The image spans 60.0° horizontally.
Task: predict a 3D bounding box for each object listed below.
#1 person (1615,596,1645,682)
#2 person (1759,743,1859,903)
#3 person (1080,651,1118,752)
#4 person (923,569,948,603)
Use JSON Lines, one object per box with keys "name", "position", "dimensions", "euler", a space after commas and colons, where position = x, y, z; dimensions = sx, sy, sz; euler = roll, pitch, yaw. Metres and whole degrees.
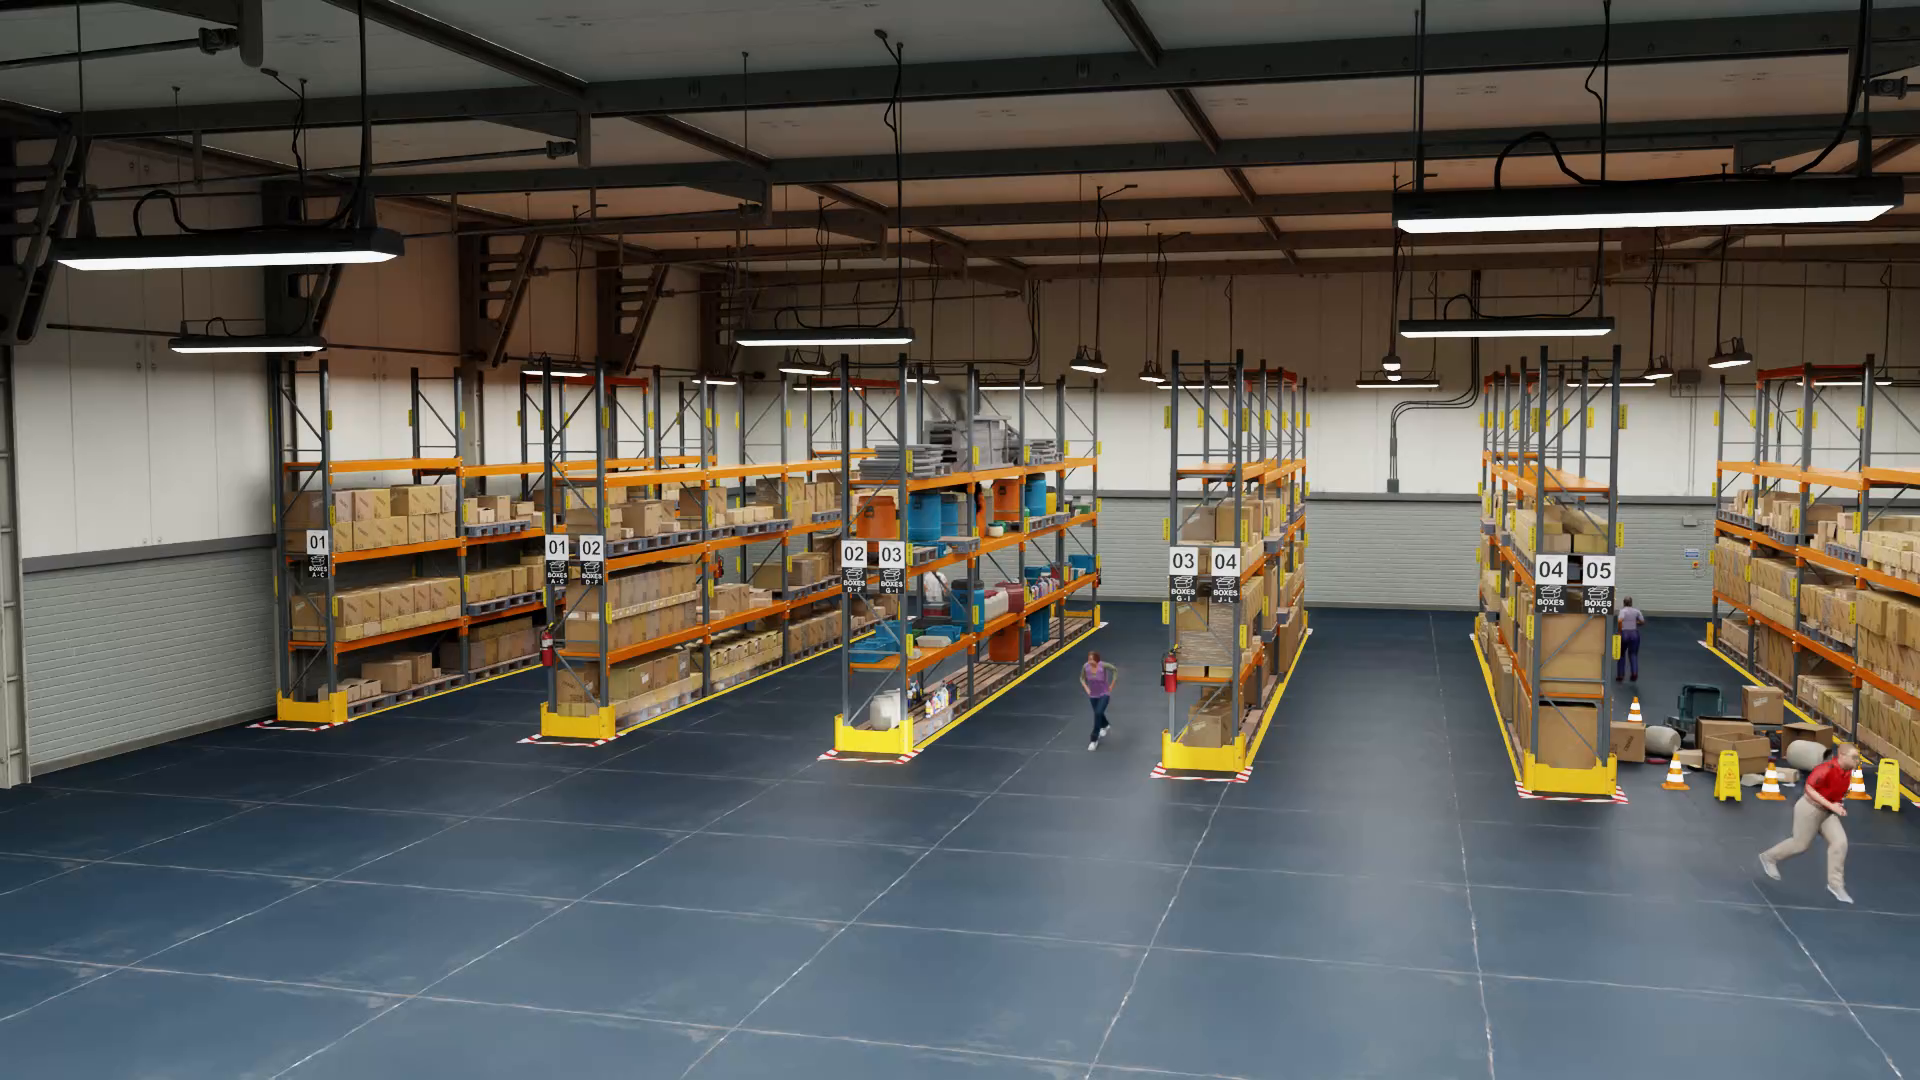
{"name": "person", "position": [12.738, 1.911, 31.629], "dimensions": [0.586, 1.682, 0.864], "euler": [0, 4, 5]}
{"name": "person", "position": [9.025, 2.937, 17.664], "dimensions": [0.703, 1.694, 1.019], "euler": [-3, 5, -36]}
{"name": "person", "position": [2.150, 2.422, 25.518], "dimensions": [0.578, 1.549, 0.913], "euler": [1, 4, 18]}
{"name": "person", "position": [-0.610, 1.348, 39.589], "dimensions": [0.600, 1.628, 0.538], "euler": [1, 4, 9]}
